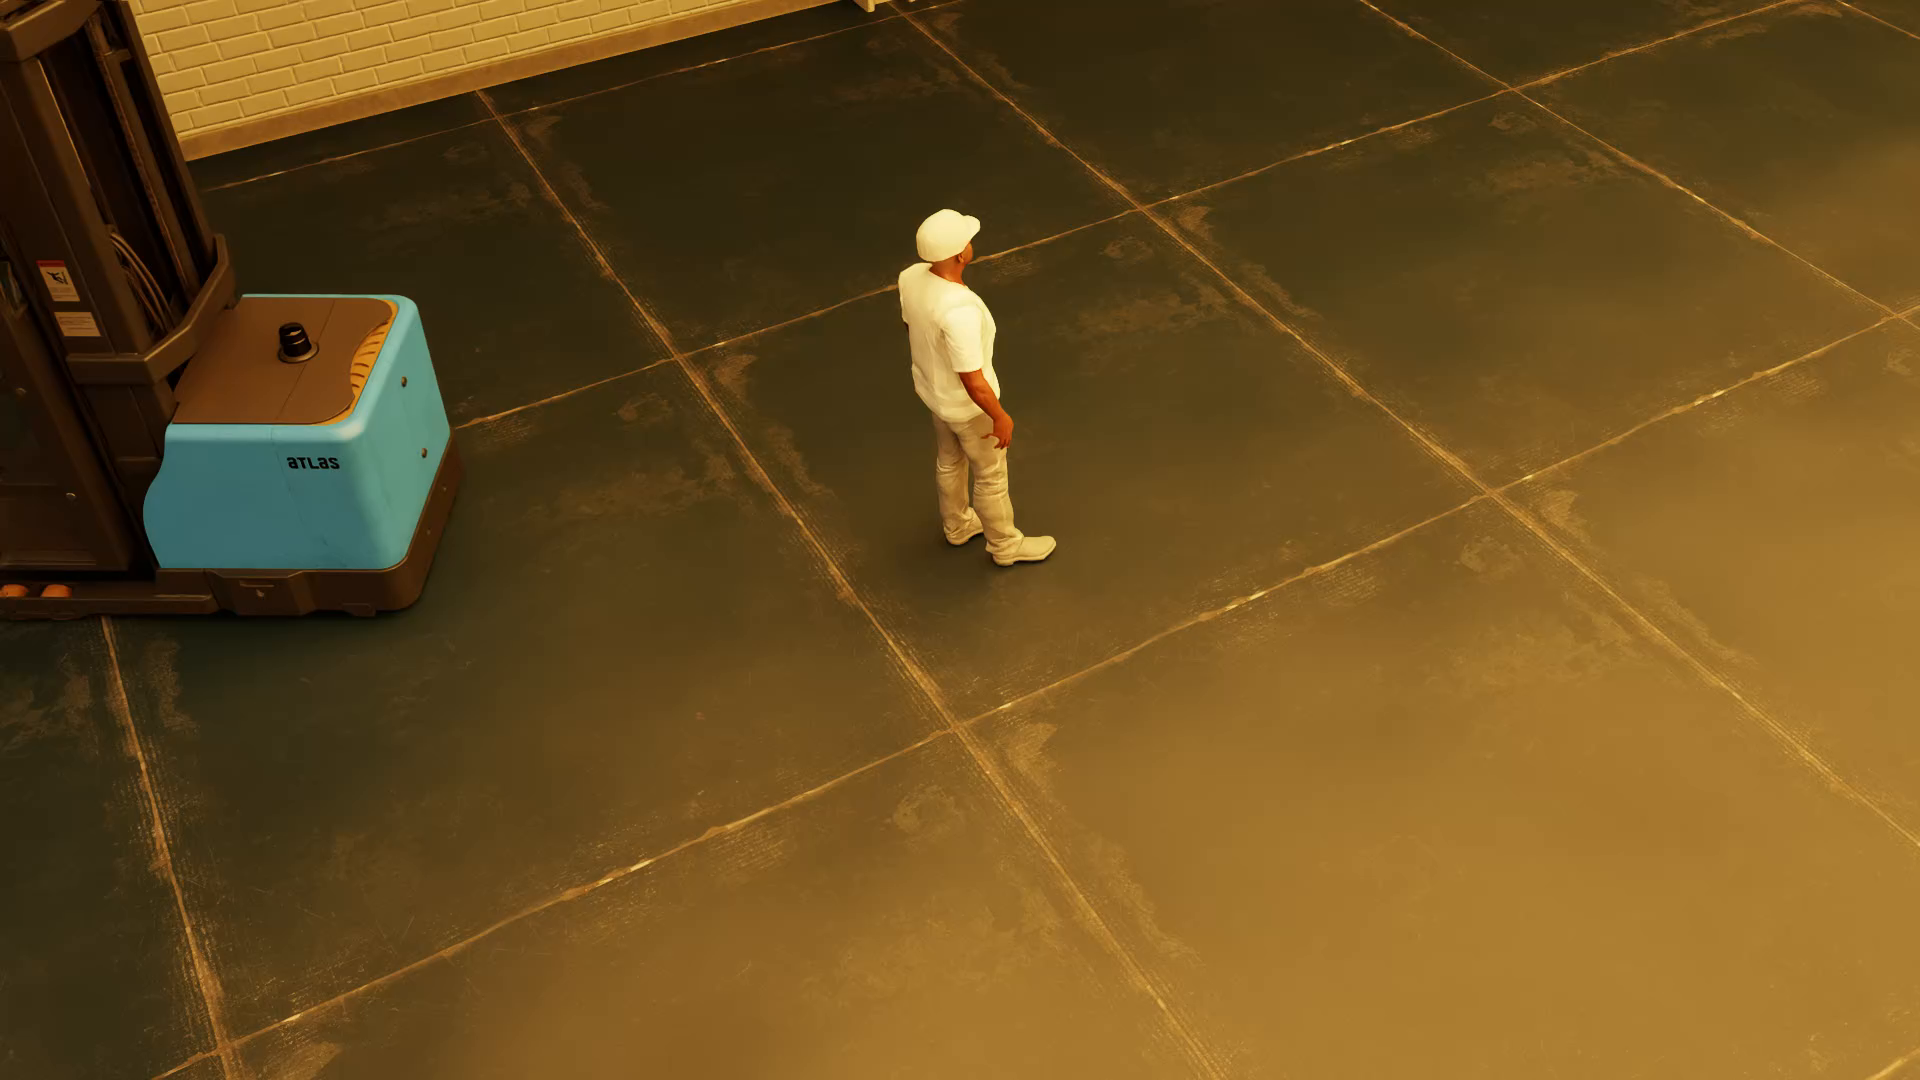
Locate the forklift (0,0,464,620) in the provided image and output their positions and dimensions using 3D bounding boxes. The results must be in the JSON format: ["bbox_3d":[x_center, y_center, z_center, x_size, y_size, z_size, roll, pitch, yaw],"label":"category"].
[{"bbox_3d":[-3.939,-1.075,6.857,3.031,2.935,1.130,0,43,0],"label":"forklift"}]

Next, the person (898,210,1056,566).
[{"bbox_3d":[0.064,-0.673,7.270,0.575,1.768,0.665,-21,47,-21],"label":"person"}]
